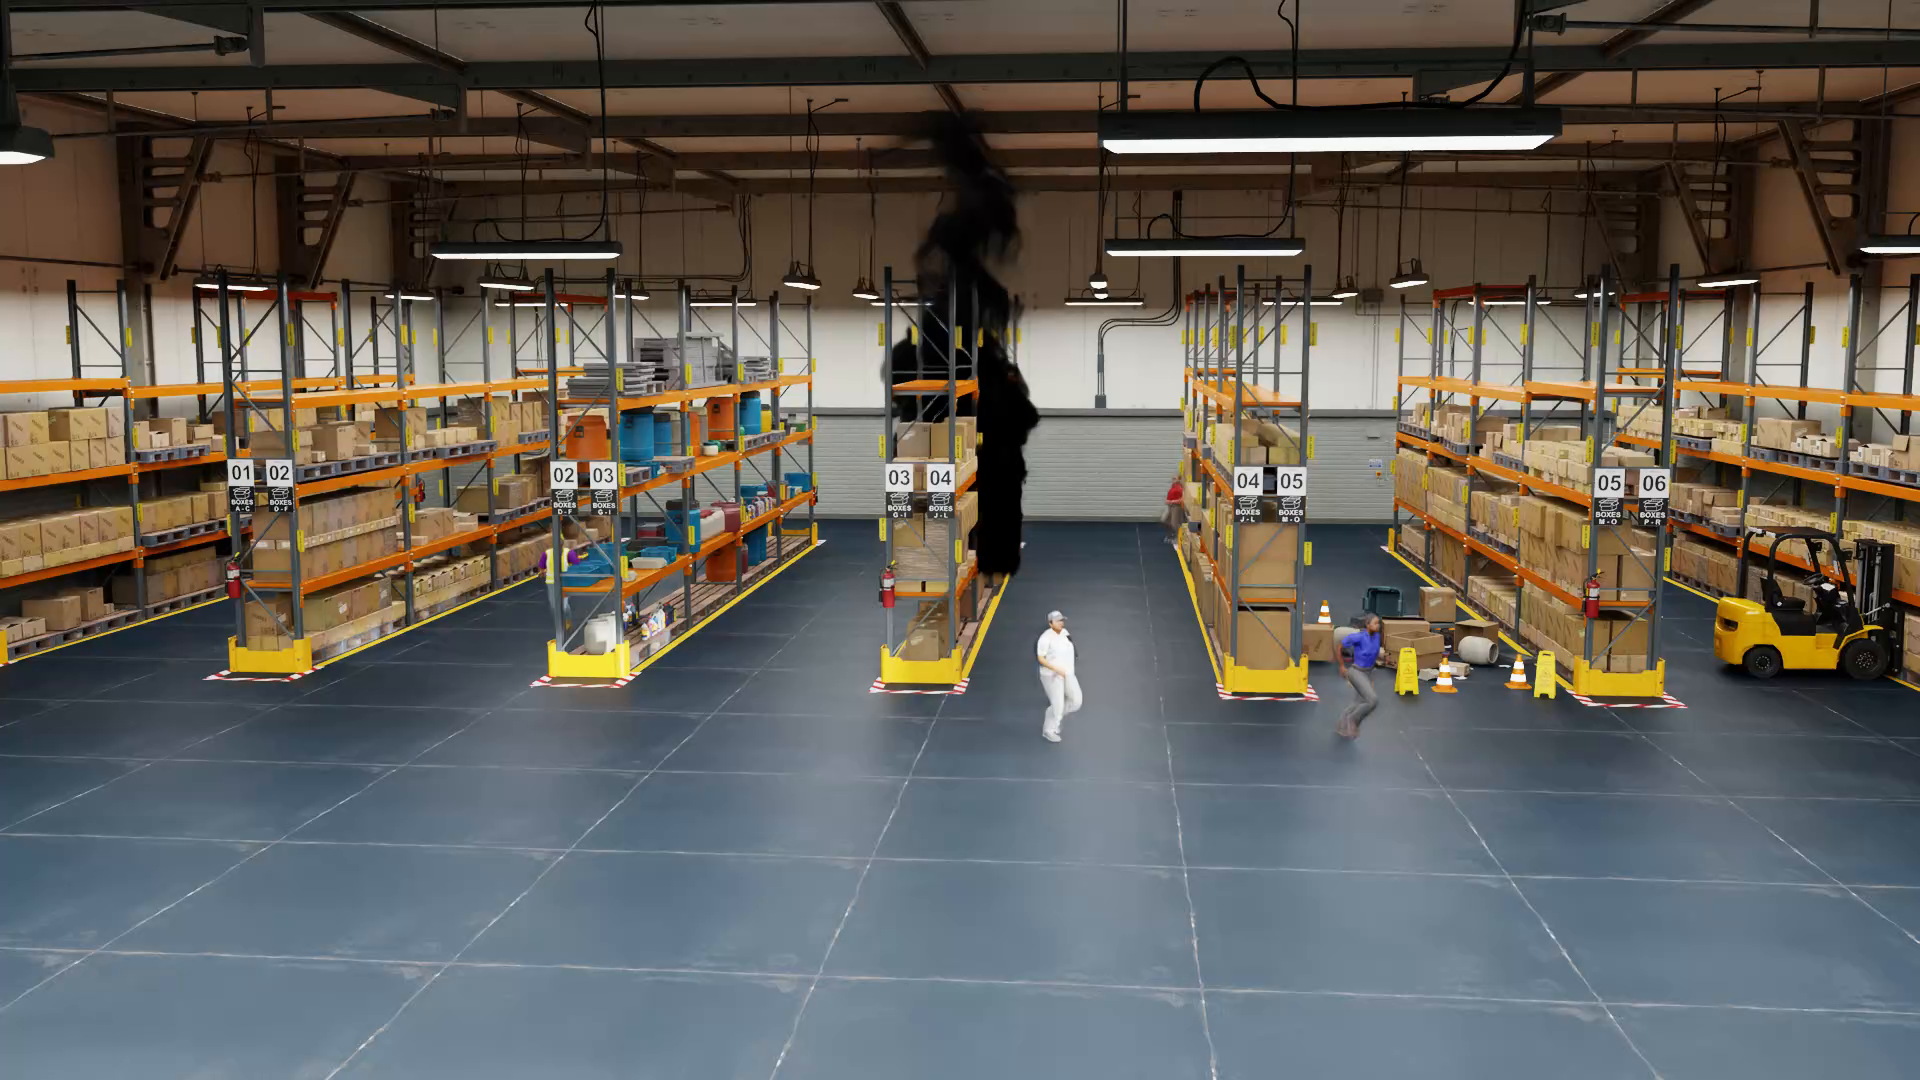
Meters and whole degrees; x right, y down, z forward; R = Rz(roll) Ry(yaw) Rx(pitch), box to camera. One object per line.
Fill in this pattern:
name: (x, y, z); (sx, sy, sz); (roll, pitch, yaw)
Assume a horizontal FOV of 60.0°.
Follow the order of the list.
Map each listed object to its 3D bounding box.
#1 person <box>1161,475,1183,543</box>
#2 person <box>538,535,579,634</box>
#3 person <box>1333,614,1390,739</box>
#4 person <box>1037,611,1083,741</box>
person: (5.212, -0.730, 40.439); (0.644, 1.738, 0.674); (-4, 8, -28)
person: (-6.783, 0.739, 28.072); (0.692, 1.719, 0.589); (0, 7, -2)
person: (4.991, 1.688, 20.636); (0.756, 1.584, 0.529); (7, 10, 44)
person: (1.244, 1.692, 20.728); (0.616, 1.630, 0.497); (-6, 9, -42)
